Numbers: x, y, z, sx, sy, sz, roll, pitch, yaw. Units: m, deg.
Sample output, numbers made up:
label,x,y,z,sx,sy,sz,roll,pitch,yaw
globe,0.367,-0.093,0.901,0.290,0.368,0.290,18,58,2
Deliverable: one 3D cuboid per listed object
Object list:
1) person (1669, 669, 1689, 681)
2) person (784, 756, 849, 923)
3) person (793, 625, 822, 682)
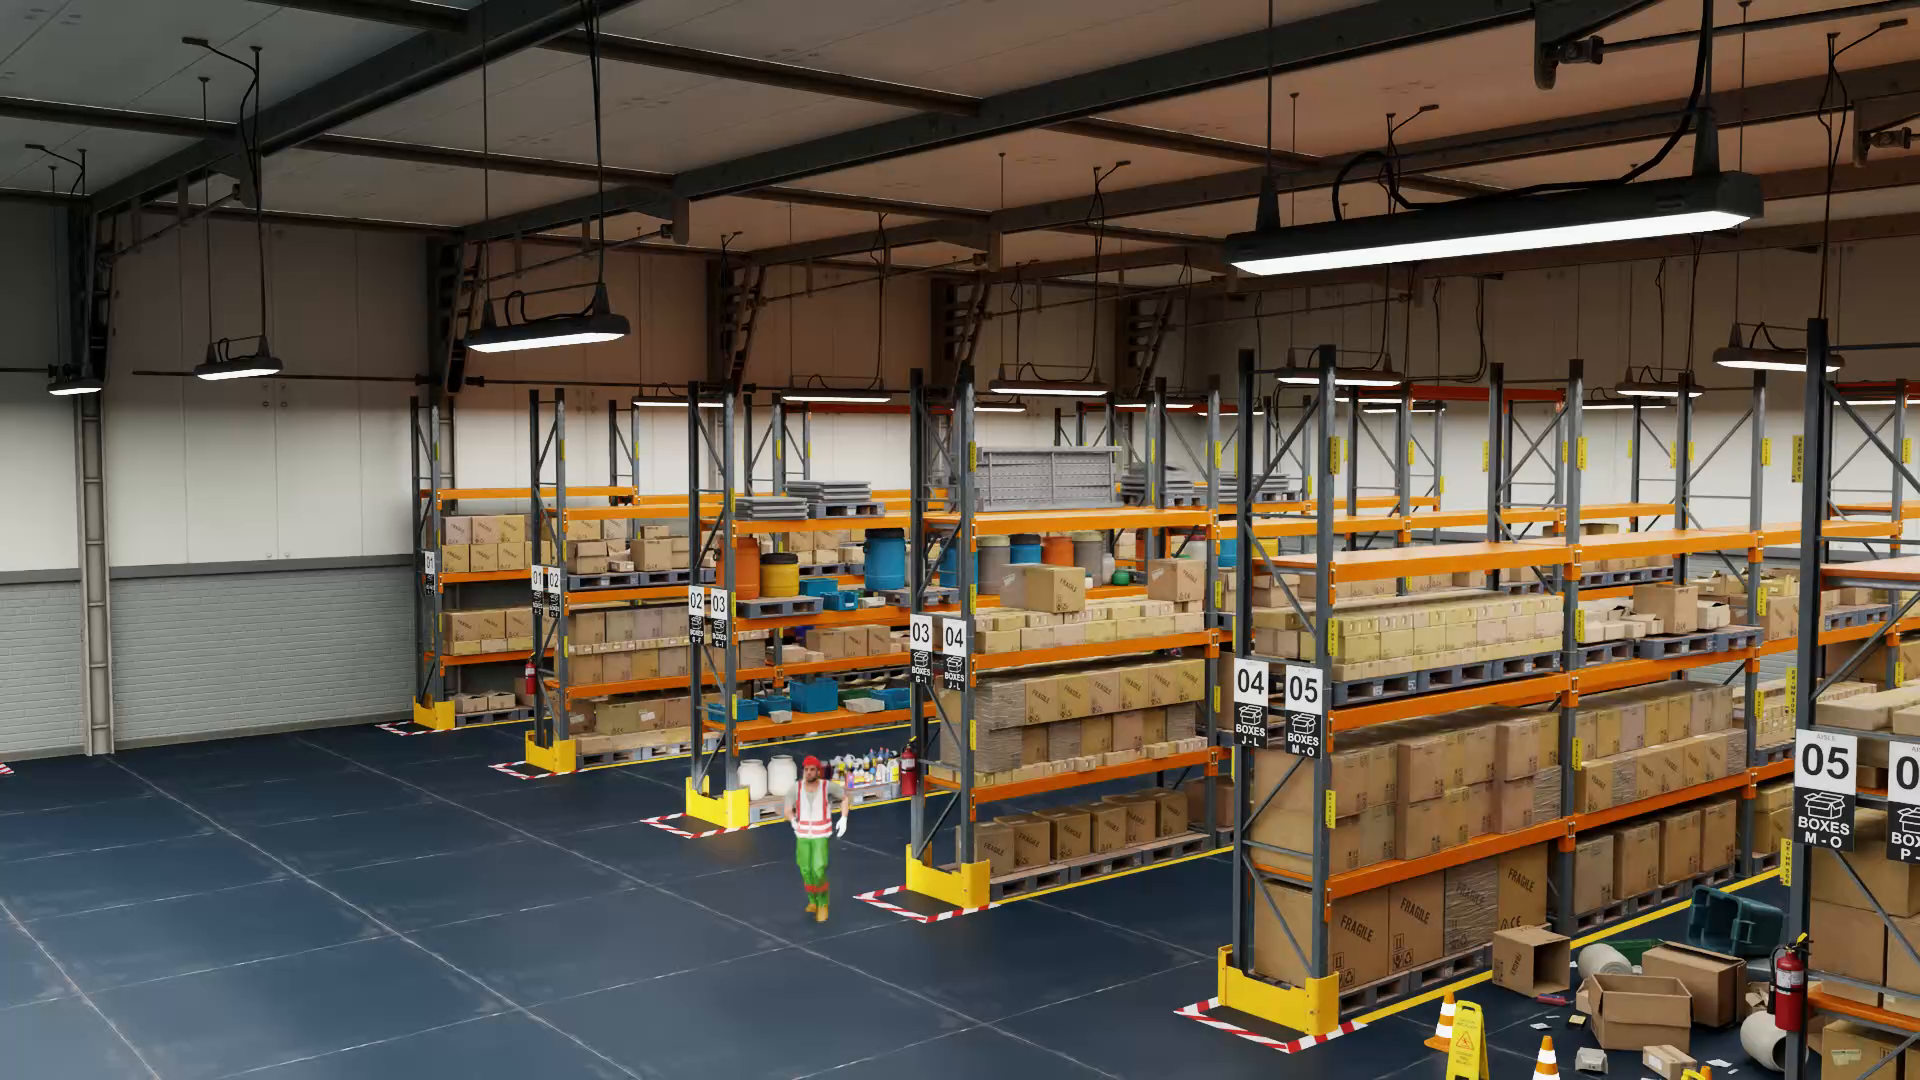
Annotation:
label,x,y,z,sx,sy,sz,roll,pitch,yaw
person,12.907,2.626,29.961,0.535,1.535,0.527,-1,4,-23
person,-1.571,3.230,17.935,0.679,1.820,0.721,1,3,8
person,-3.010,2.133,32.486,0.742,1.710,0.575,-3,5,-42
